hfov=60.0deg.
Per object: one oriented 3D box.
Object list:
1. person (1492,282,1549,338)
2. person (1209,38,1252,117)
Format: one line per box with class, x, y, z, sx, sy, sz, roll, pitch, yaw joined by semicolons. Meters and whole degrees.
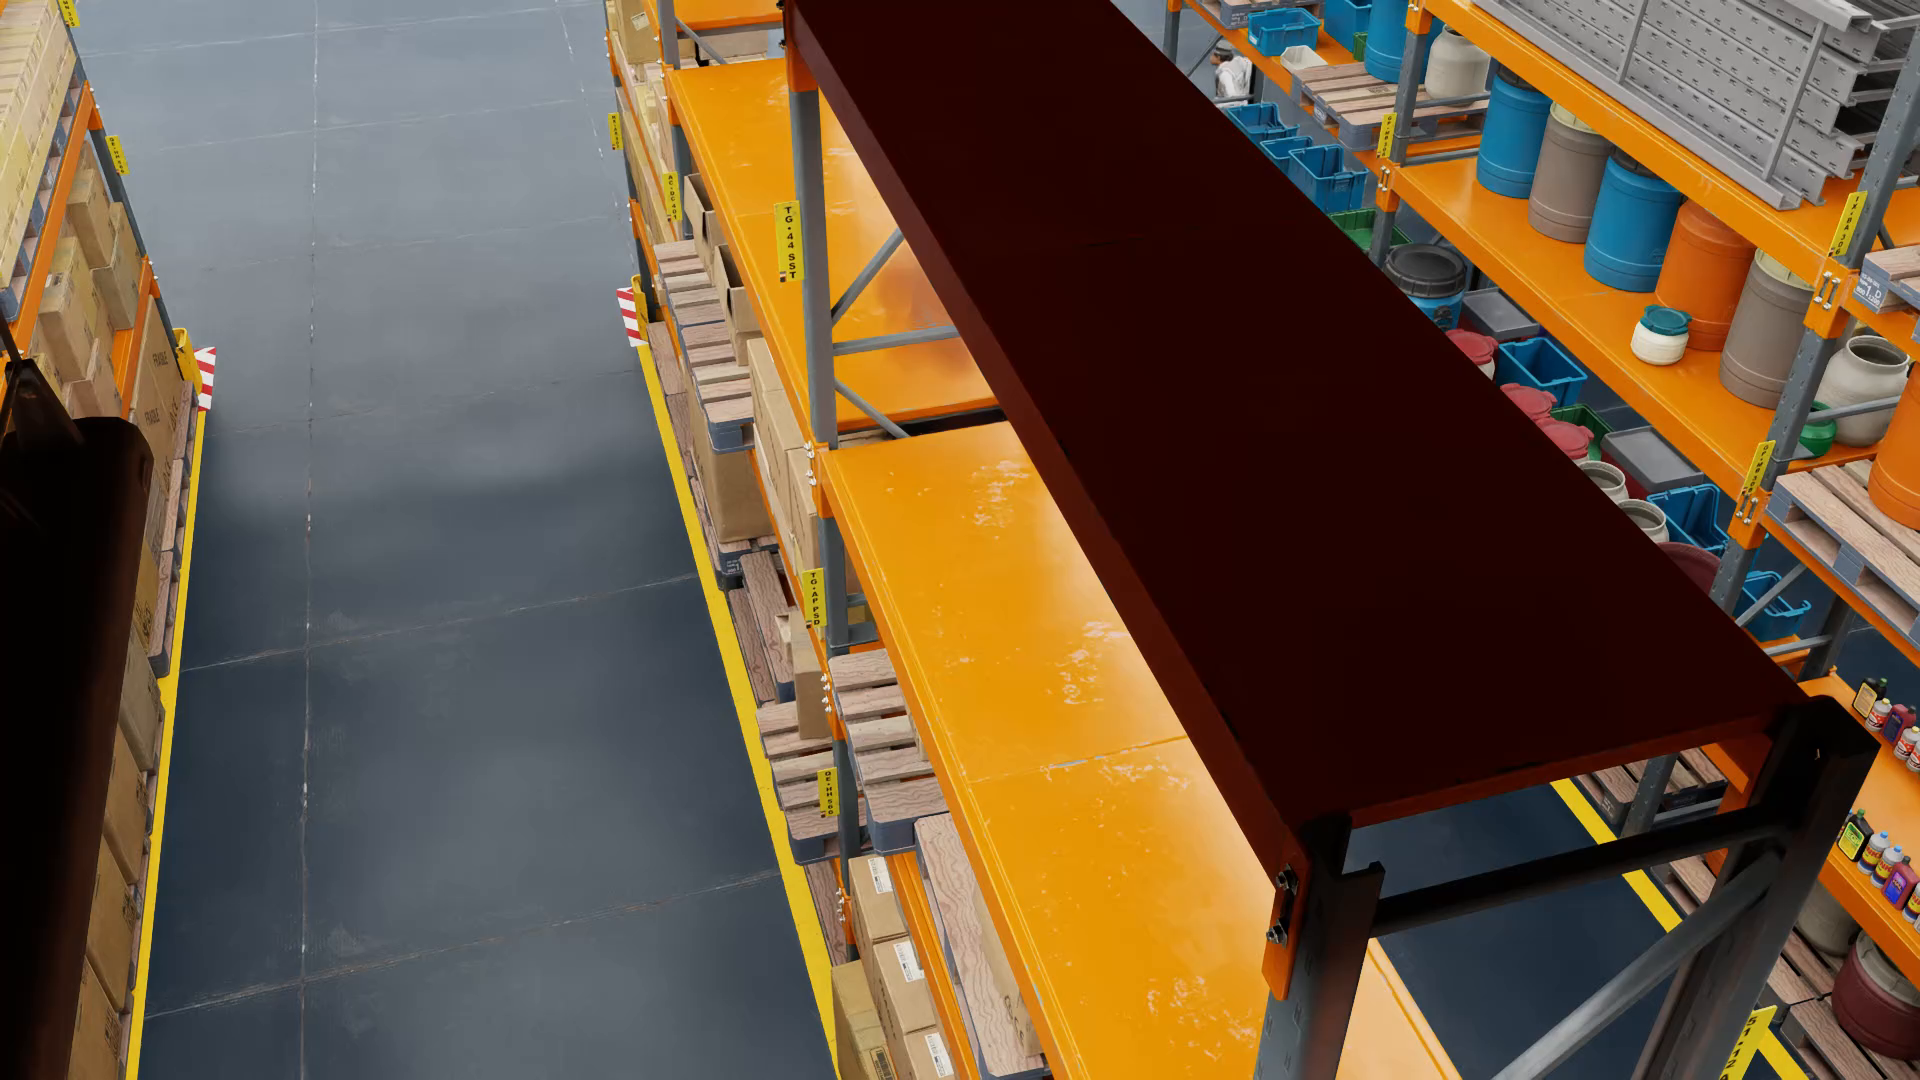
person;4.698;-1.841;13.975;0.632;1.476;0.793;-22;44;-26
person;2.938;-4.265;16.967;0.980;1.628;0.656;15;41;18
